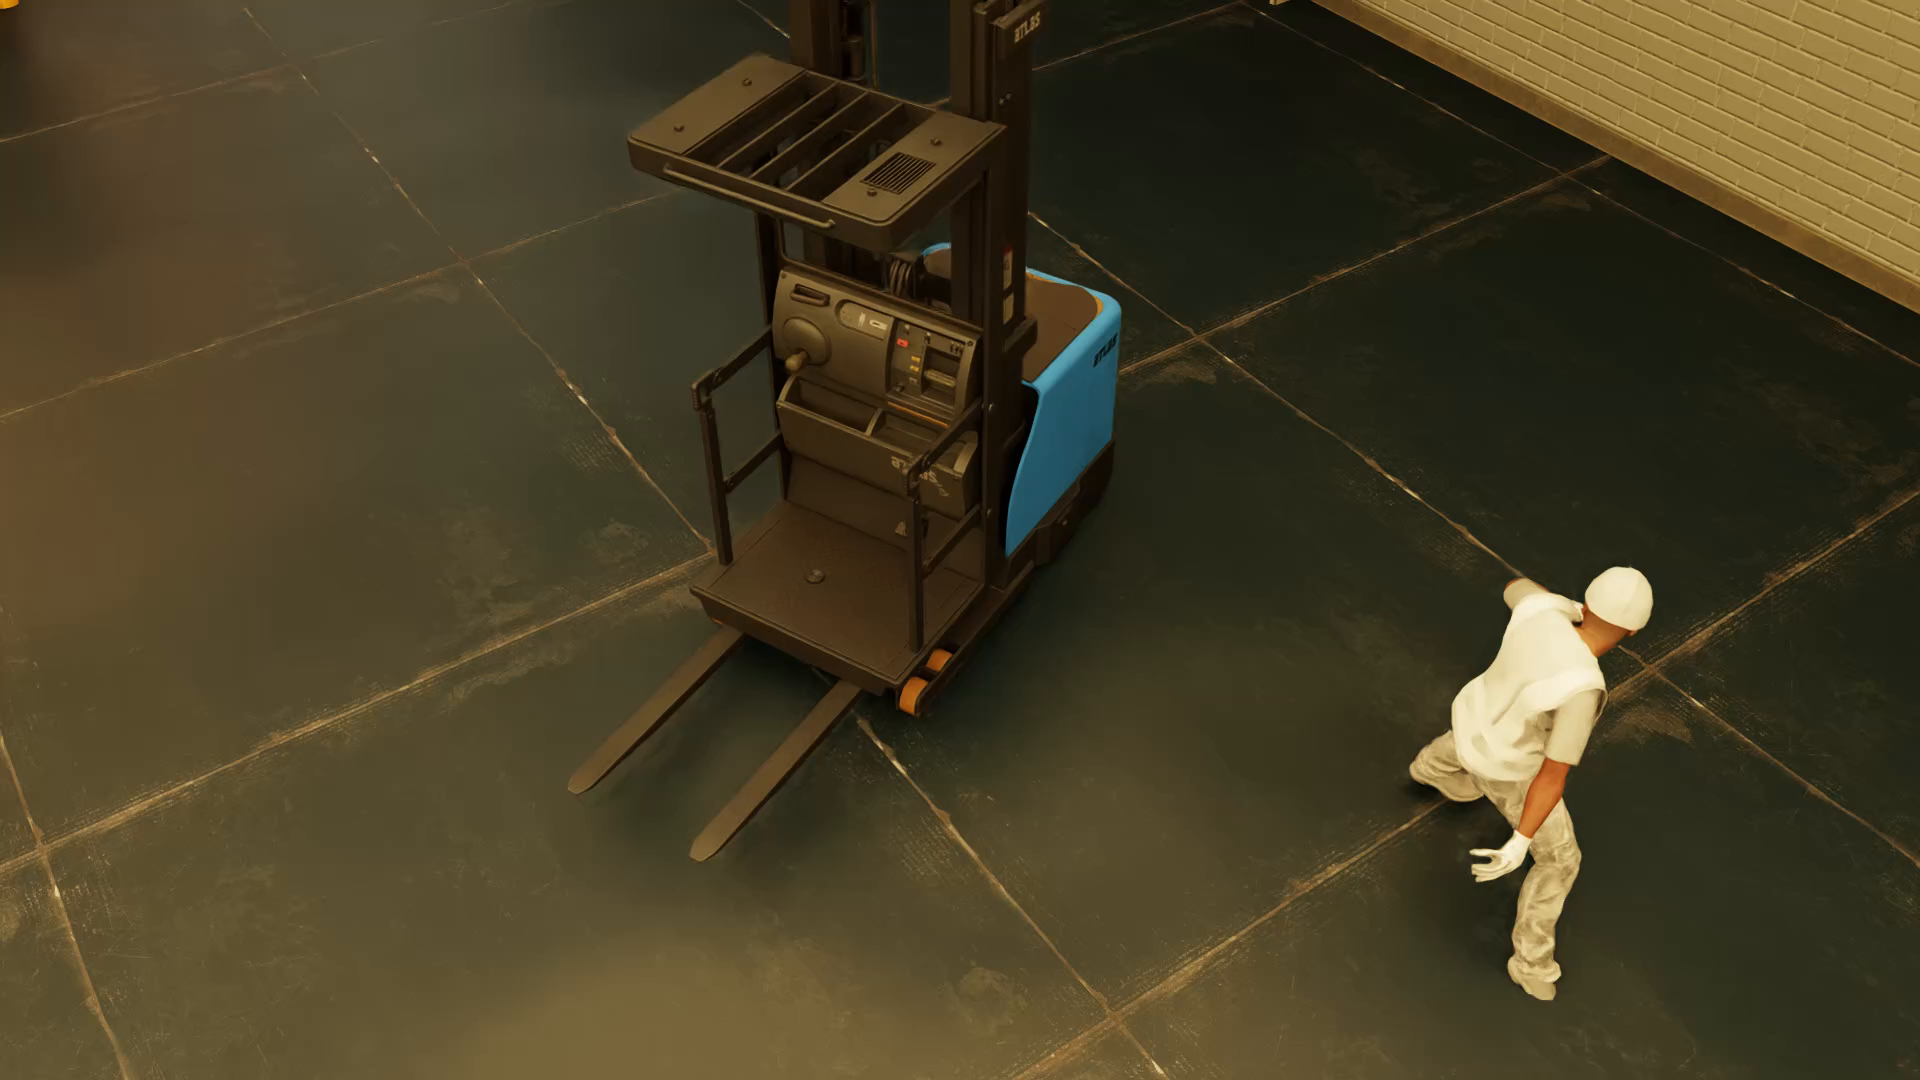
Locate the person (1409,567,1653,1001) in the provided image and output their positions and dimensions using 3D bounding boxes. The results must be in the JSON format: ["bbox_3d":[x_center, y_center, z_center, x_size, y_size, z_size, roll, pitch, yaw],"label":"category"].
[{"bbox_3d":[2.026,0.785,5.924,0.583,1.733,1.147,4,43,4],"label":"person"}]

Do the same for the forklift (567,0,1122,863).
[{"bbox_3d":[-0.459,-0.695,6.470,1.130,2.935,3.031,23,47,23],"label":"forklift"}]
